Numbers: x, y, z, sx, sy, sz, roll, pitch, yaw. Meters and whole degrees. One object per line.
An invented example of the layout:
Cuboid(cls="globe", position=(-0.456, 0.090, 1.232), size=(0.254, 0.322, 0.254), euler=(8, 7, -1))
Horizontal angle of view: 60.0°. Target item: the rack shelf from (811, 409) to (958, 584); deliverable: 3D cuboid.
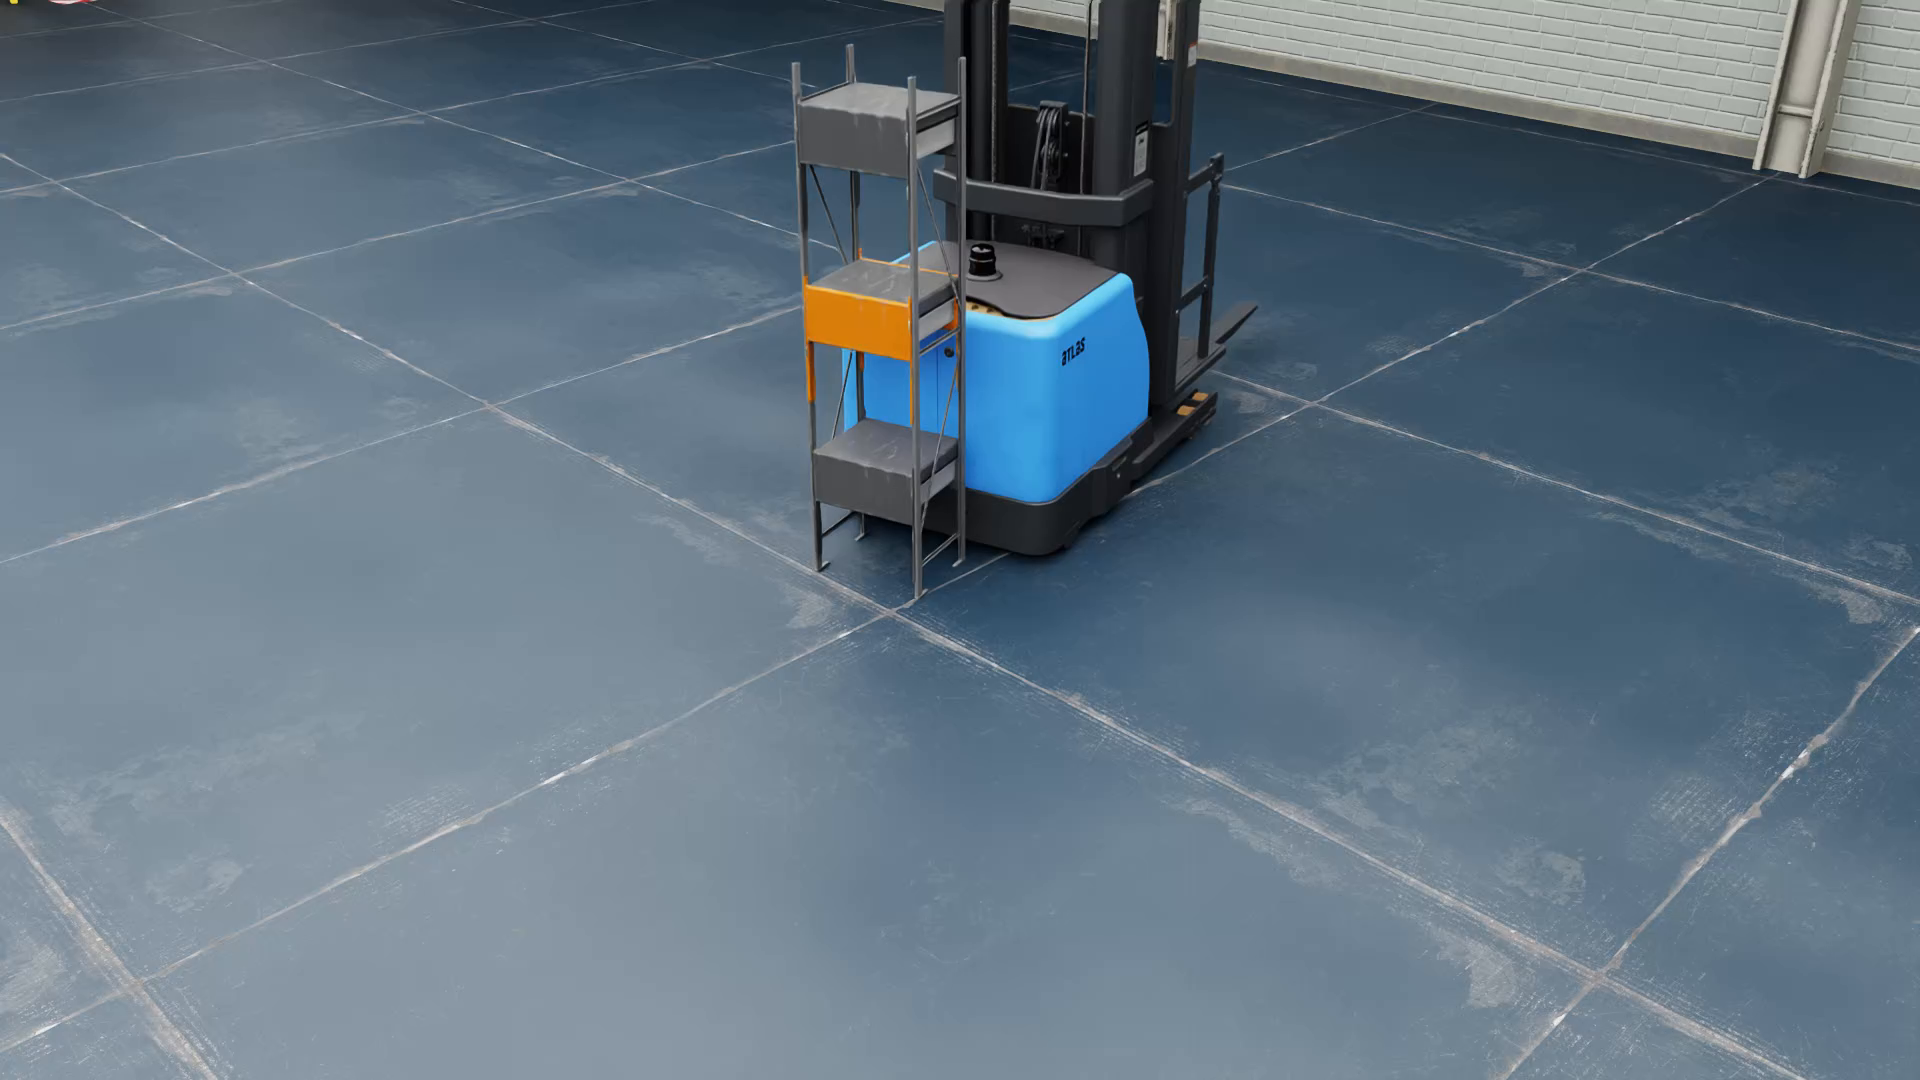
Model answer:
Cuboid(cls="rack shelf", position=(-0.294, -0.189, 6.886), size=(0.480, 0.518, 0.431), euler=(14, 31, 25))

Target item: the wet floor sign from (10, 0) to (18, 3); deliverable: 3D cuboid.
Cuboid(cls="wet floor sign", position=(-10.811, -6.370, 18.670), size=(0.267, 0.644, 0.232), euler=(-13, 30, -22))

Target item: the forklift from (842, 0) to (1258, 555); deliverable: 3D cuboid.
Cuboid(cls="forklift", position=(0.636, -1.885, 7.686), size=(1.130, 2.935, 3.031), euler=(14, 31, 25))

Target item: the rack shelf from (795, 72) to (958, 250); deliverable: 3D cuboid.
Cuboid(cls="rack shelf", position=(-0.294, -1.428, 6.235), size=(0.480, 0.518, 0.431), euler=(14, 31, 25))

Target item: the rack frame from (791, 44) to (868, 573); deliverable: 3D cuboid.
Cuboid(cls="rack frame", position=(-0.508, -0.875, 6.659), size=(0.015, 2.100, 0.400), euler=(14, 31, 25))

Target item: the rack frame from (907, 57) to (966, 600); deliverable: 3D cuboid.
Cuboid(cls="rack frame", position=(-0.081, -0.765, 6.449), size=(0.015, 2.100, 0.400), euler=(14, 31, 25))

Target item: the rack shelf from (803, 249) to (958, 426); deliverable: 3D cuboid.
Cuboid(cls="rack shelf", position=(-0.294, -0.808, 6.560), size=(0.480, 0.518, 0.431), euler=(14, 31, 25))

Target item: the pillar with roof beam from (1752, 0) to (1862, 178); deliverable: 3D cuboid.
Cuboid(cls="pillar with roof beam", position=(3.234, -5.357, 7.769), size=(0.400, 9.000, 9.100), euler=(25, 36, 38))

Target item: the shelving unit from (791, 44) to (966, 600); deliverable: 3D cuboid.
Cuboid(cls="shelving unit", position=(-0.294, -0.820, 6.554), size=(0.503, 2.100, 0.431), euler=(14, 31, 25))

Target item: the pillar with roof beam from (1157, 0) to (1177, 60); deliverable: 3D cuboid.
Cuboid(cls="pillar with roof beam", position=(-1.044, -7.315, 11.492), size=(0.400, 9.000, 9.100), euler=(25, 36, 38))
